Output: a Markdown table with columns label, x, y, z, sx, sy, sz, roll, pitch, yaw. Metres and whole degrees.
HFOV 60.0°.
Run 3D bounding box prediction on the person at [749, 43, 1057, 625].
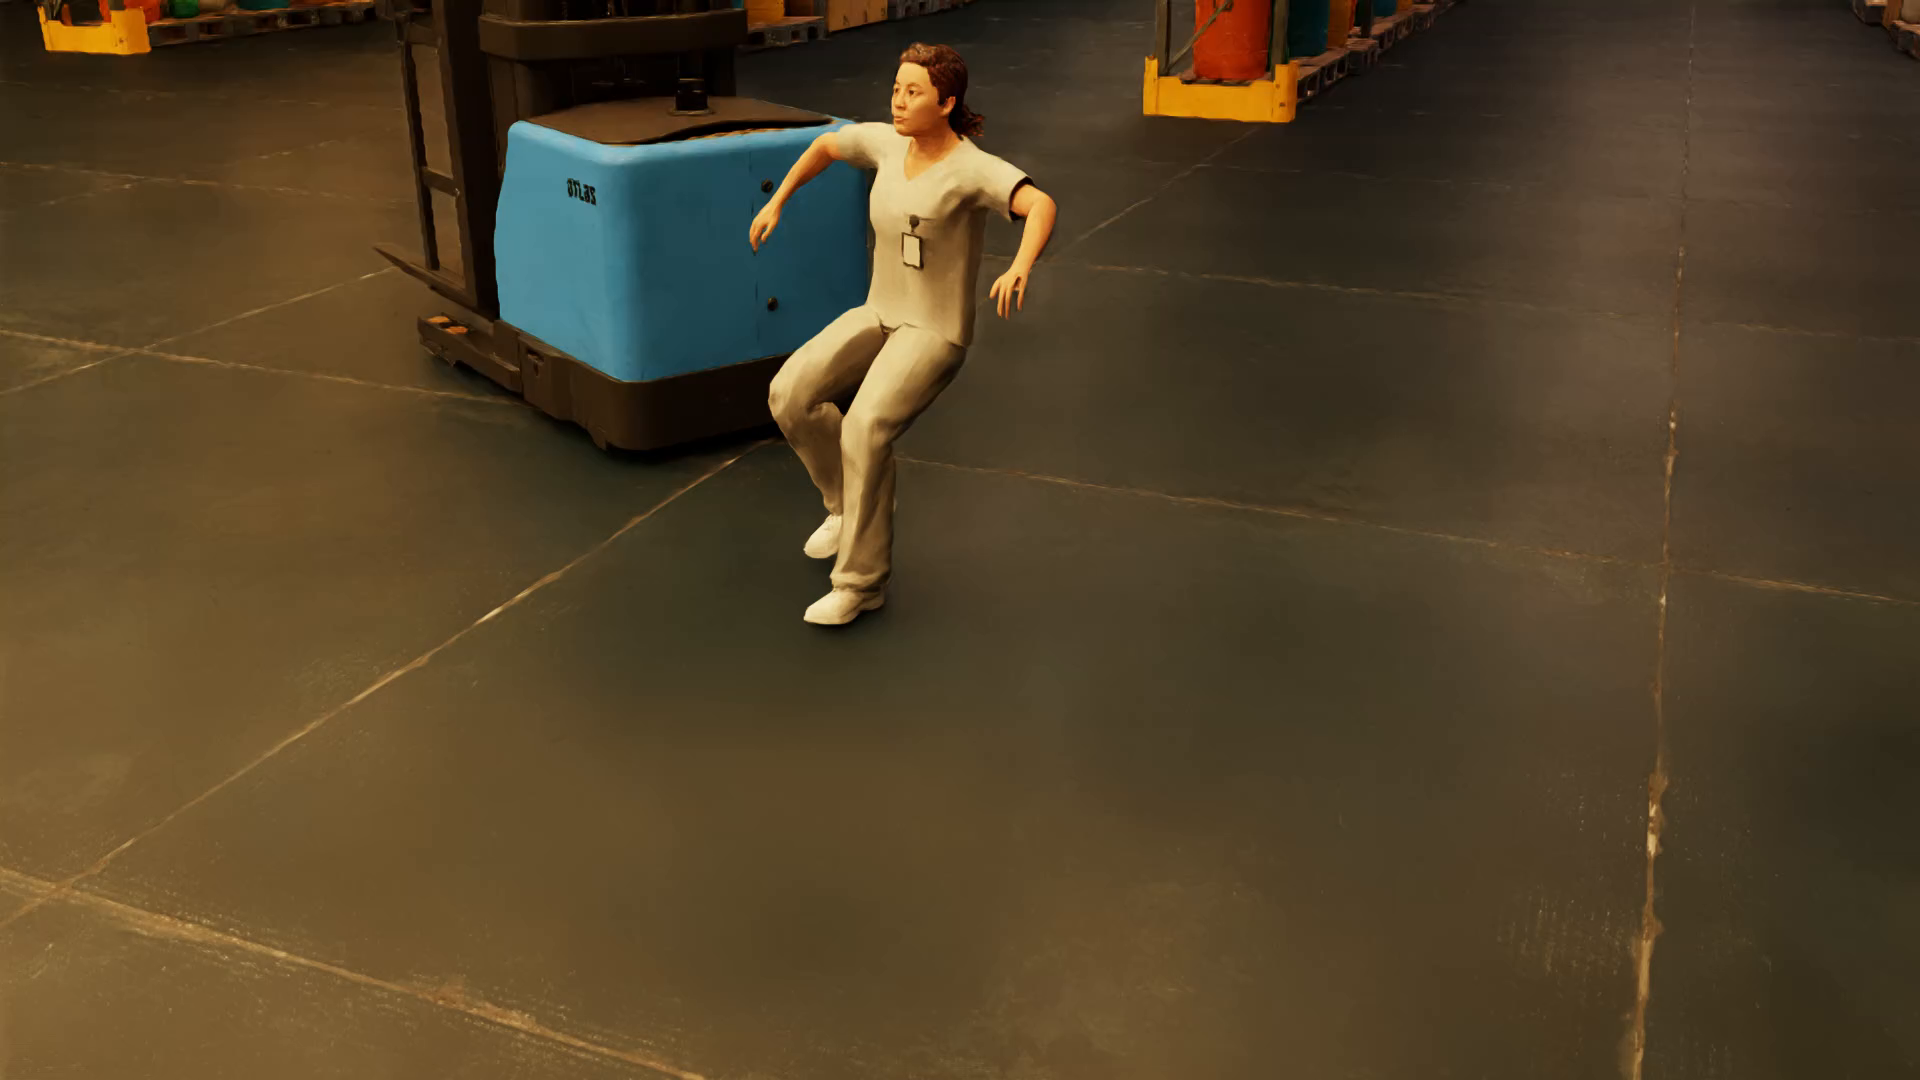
| label | x | y | z | sx | sy | sz | roll | pitch | yaw |
| --- | --- | --- | --- | --- | --- | --- | --- | --- | --- |
| person | -0.237 | -0.571 | 4.539 | 1.082 | 1.481 | 0.800 | 18 | 29 | 37 |

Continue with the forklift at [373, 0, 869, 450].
| label | x | y | z | sx | sy | sz | roll | pitch | yaw |
| --- | --- | --- | --- | --- | --- | --- | --- | --- | --- |
| forklift | -1.602 | -2.161 | 6.462 | 1.130 | 2.935 | 3.031 | -16 | 28 | -34 |
